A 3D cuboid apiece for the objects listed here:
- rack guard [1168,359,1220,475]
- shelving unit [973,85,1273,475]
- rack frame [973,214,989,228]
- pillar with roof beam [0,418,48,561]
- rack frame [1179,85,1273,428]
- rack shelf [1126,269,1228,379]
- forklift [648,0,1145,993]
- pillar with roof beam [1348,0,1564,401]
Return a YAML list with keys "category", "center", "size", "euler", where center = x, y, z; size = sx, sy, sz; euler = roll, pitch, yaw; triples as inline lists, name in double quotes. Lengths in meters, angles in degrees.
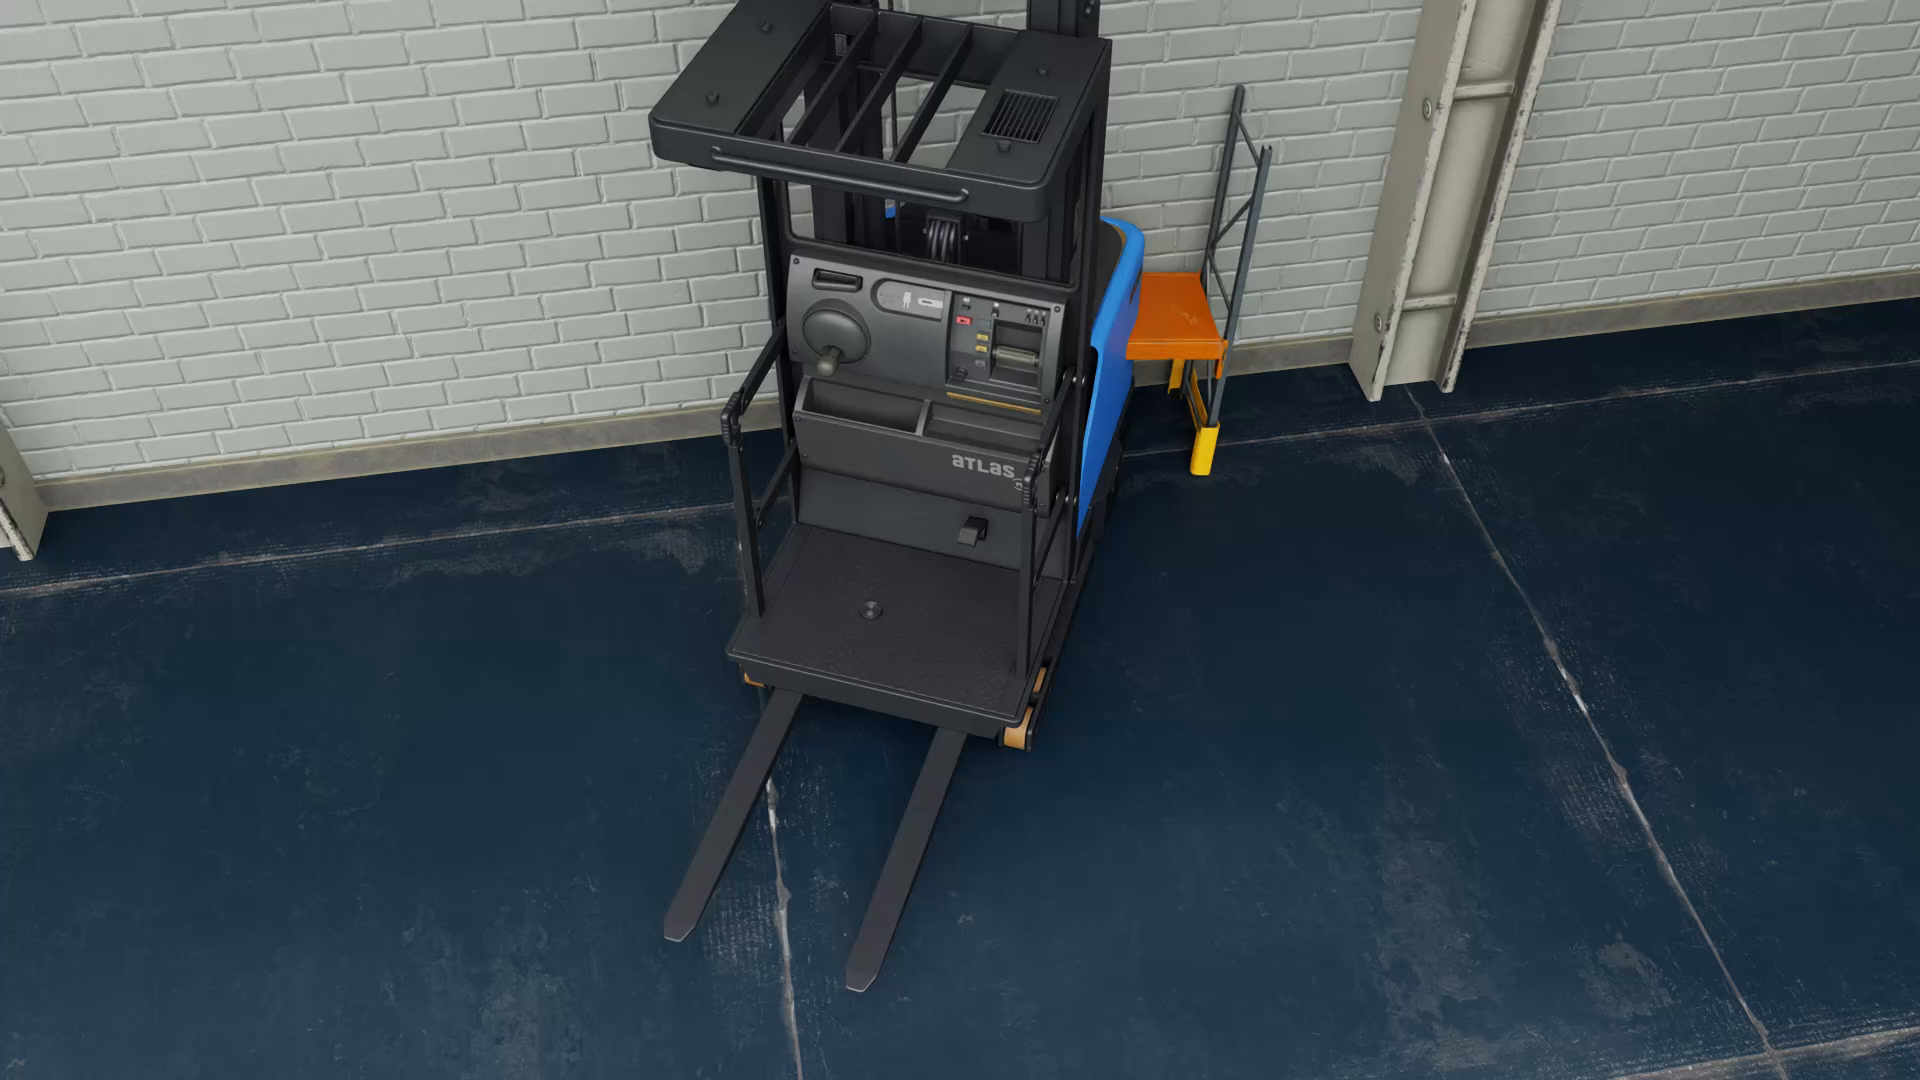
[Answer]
- category: "rack guard"
  center: [0.995, -0.562, 7.119]
  size: [0.087, 0.250, 0.587]
  euler: [-1, 43, -6]
- category: "shelving unit"
  center: [0.537, -1.015, 6.646]
  size: [1.083, 1.500, 0.587]
  euler: [-1, 43, -6]
- category: "rack frame"
  center: [0.041, -1.006, 6.593]
  size: [0.032, 1.500, 0.500]
  euler: [-1, 43, -6]
- category: "pillar with roof beam"
  center: [-3.205, -0.076, 0.574]
  size: [0.400, 9.000, 9.100]
  euler: [-7, 46, -7]
- category: "rack frame"
  center: [1.051, -1.024, 6.701]
  size: [0.032, 1.500, 0.500]
  euler: [-1, 43, -6]
- category: "rack shelf"
  center: [0.535, -0.882, 6.768]
  size: [1.000, 0.185, 0.538]
  euler: [-1, 43, -6]
- category: "forklift"
  center: [-0.180, -0.586, 5.279]
  size: [1.130, 2.935, 3.031]
  euler: [12, 47, 11]
- category: "pillar with roof beam"
  center: [2.708, -0.813, 1.284]
  size: [0.400, 9.000, 9.100]
  euler: [-7, 46, -7]
